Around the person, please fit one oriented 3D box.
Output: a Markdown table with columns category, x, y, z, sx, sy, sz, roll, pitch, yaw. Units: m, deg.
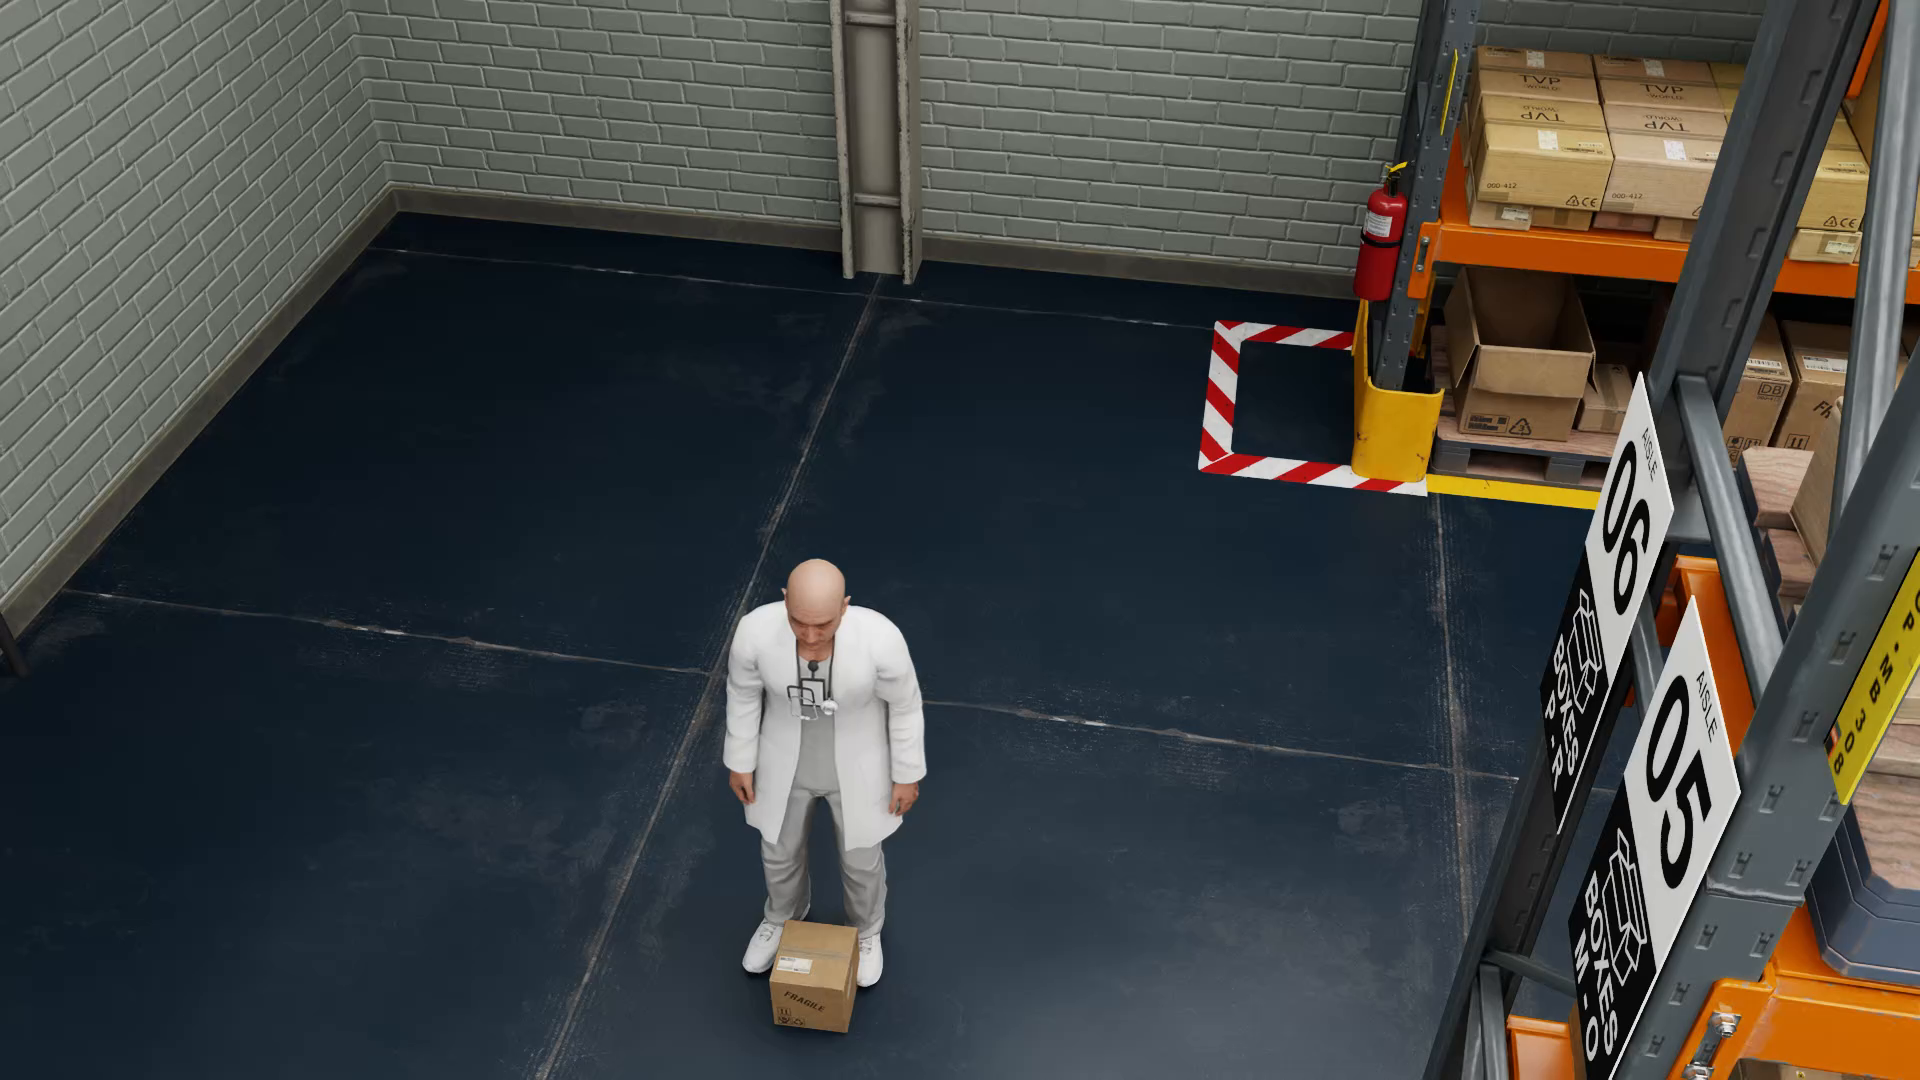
| category | x | y | z | sx | sy | sz | roll | pitch | yaw |
| --- | --- | --- | --- | --- | --- | --- | --- | --- | --- |
| person | -0.430 | 0.728 | 5.301 | 0.652 | 1.773 | 0.425 | 4 | 40 | 5 |
